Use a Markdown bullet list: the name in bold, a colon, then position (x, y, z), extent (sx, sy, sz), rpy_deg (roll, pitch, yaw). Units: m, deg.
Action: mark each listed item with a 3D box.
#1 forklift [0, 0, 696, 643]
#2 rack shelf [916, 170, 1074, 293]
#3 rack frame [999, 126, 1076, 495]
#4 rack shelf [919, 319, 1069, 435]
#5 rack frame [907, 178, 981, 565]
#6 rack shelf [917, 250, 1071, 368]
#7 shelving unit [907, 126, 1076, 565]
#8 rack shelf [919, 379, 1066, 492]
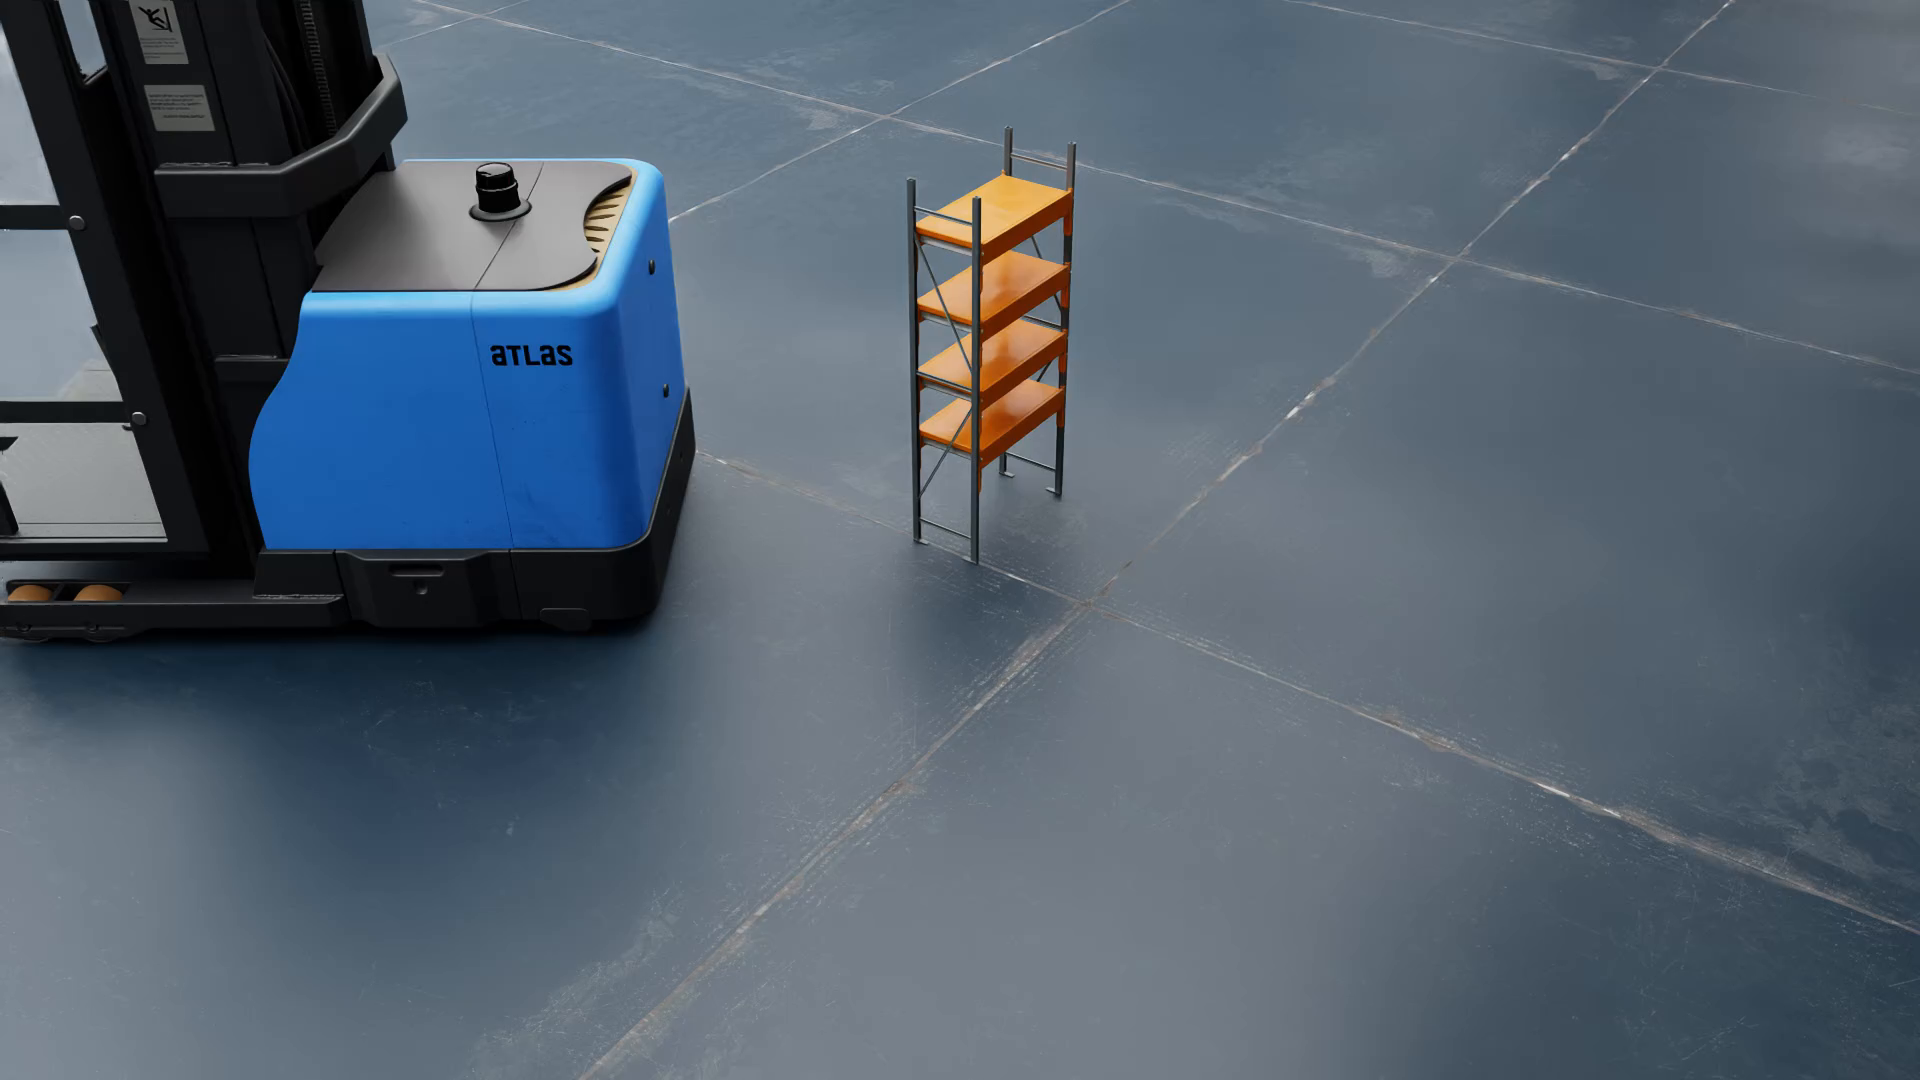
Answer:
- **forklift**: position (-2.397, -1.215, 4.430), extent (3.031, 2.935, 1.130), rpy_deg (0, 34, 0)
- **rack shelf**: position (0.094, -0.899, 4.806), extent (0.258, 0.148, 0.480), rpy_deg (21, 39, 28)
- **rack frame**: position (0.233, -0.686, 5.193), extent (0.240, 1.200, 0.015), rpy_deg (21, 39, 28)
- **rack shelf**: position (0.094, -0.517, 5.064), extent (0.258, 0.148, 0.480), rpy_deg (21, 39, 28)
- **rack frame**: position (-0.045, -0.461, 4.861), extent (0.240, 1.200, 0.015), rpy_deg (21, 39, 28)
- **rack shelf**: position (0.094, -0.703, 4.939), extent (0.258, 0.148, 0.480), rpy_deg (21, 39, 28)
- **shelving unit**: position (0.094, -0.573, 5.027), extent (0.258, 1.200, 0.503), rpy_deg (21, 39, 28)
- **rack shelf**: position (0.094, -0.353, 5.175), extent (0.258, 0.148, 0.480), rpy_deg (21, 39, 28)
